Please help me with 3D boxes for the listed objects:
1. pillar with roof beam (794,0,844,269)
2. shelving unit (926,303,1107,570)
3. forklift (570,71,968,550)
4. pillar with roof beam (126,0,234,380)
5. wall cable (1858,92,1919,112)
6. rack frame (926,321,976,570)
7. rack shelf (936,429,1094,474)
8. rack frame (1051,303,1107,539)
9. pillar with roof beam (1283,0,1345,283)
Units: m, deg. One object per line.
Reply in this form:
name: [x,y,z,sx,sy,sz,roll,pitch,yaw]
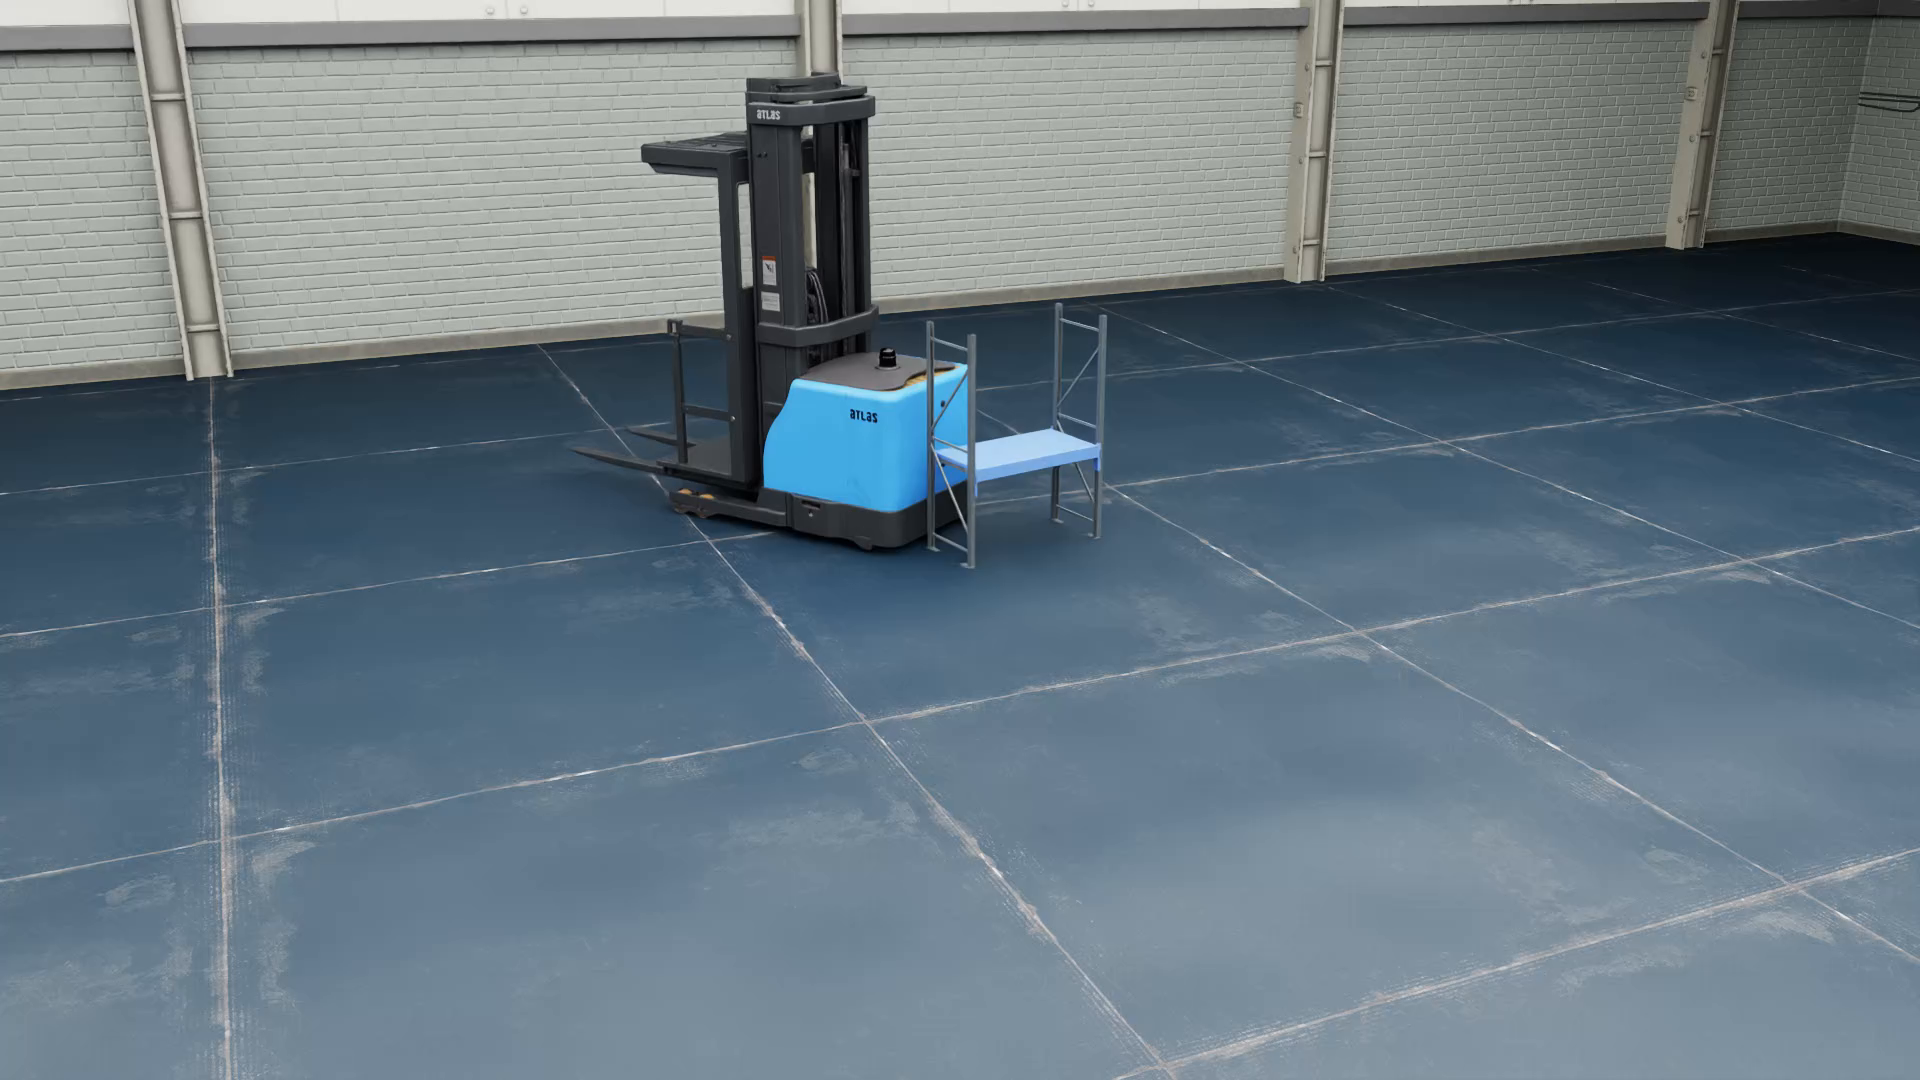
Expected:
pillar with roof beam: [0.292,-5.247,12.374,0.400,9.000,9.100,-8,21,-22]
shelving unit: [0.360,-0.686,10.713,1.048,1.500,0.500,-13,23,-32]
forklift: [-1.417,-1.667,11.342,3.031,2.935,1.130,12,23,30]
pillar with roof beam: [-5.217,-4.457,10.132,0.400,9.000,9.100,-8,21,-22]
wall cable: [12.834,-6.658,21.057,0.112,2.526,3.097,-8,21,-22]
rack frame: [-0.058,-0.590,10.440,0.032,1.500,0.500,-13,23,-32]
rack shelf: [0.360,-0.563,10.756,0.952,0.062,0.459,-13,23,-32]
rack frame: [0.779,-0.782,10.985,0.032,1.500,0.500,-13,23,-32]
pillar with roof beam: [5.802,-6.036,14.615,0.400,9.000,9.100,-8,21,-22]
